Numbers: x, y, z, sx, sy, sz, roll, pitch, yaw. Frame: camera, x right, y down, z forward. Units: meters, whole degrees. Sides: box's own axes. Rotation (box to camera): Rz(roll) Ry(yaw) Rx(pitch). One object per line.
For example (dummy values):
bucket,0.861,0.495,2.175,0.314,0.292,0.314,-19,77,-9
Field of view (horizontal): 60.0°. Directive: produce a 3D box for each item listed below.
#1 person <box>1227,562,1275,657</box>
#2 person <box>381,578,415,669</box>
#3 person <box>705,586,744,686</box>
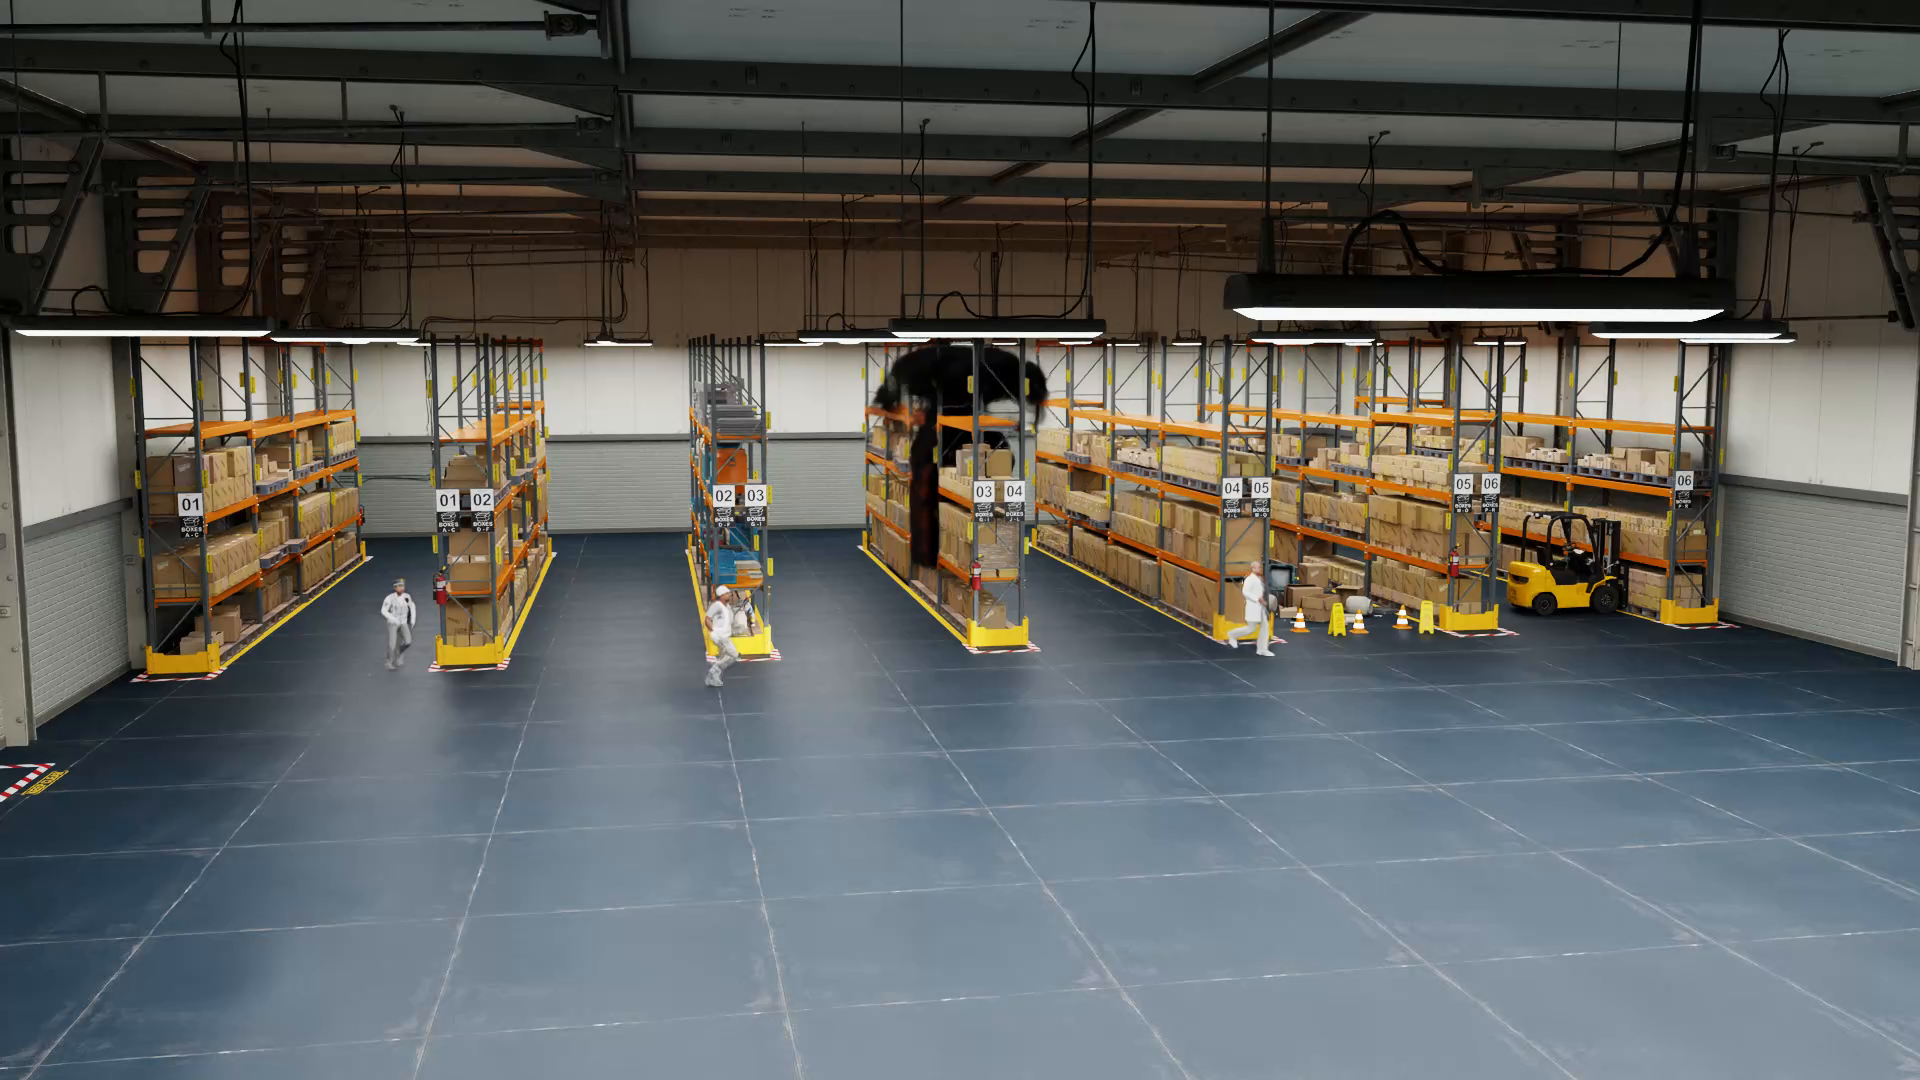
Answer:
person,5.518,1.281,31.270,0.984,1.757,0.736,4,8,34
person,-10.033,1.494,29.809,0.665,1.625,0.582,-5,8,-38
person,-4.021,1.632,28.256,0.674,1.718,0.620,1,7,7
